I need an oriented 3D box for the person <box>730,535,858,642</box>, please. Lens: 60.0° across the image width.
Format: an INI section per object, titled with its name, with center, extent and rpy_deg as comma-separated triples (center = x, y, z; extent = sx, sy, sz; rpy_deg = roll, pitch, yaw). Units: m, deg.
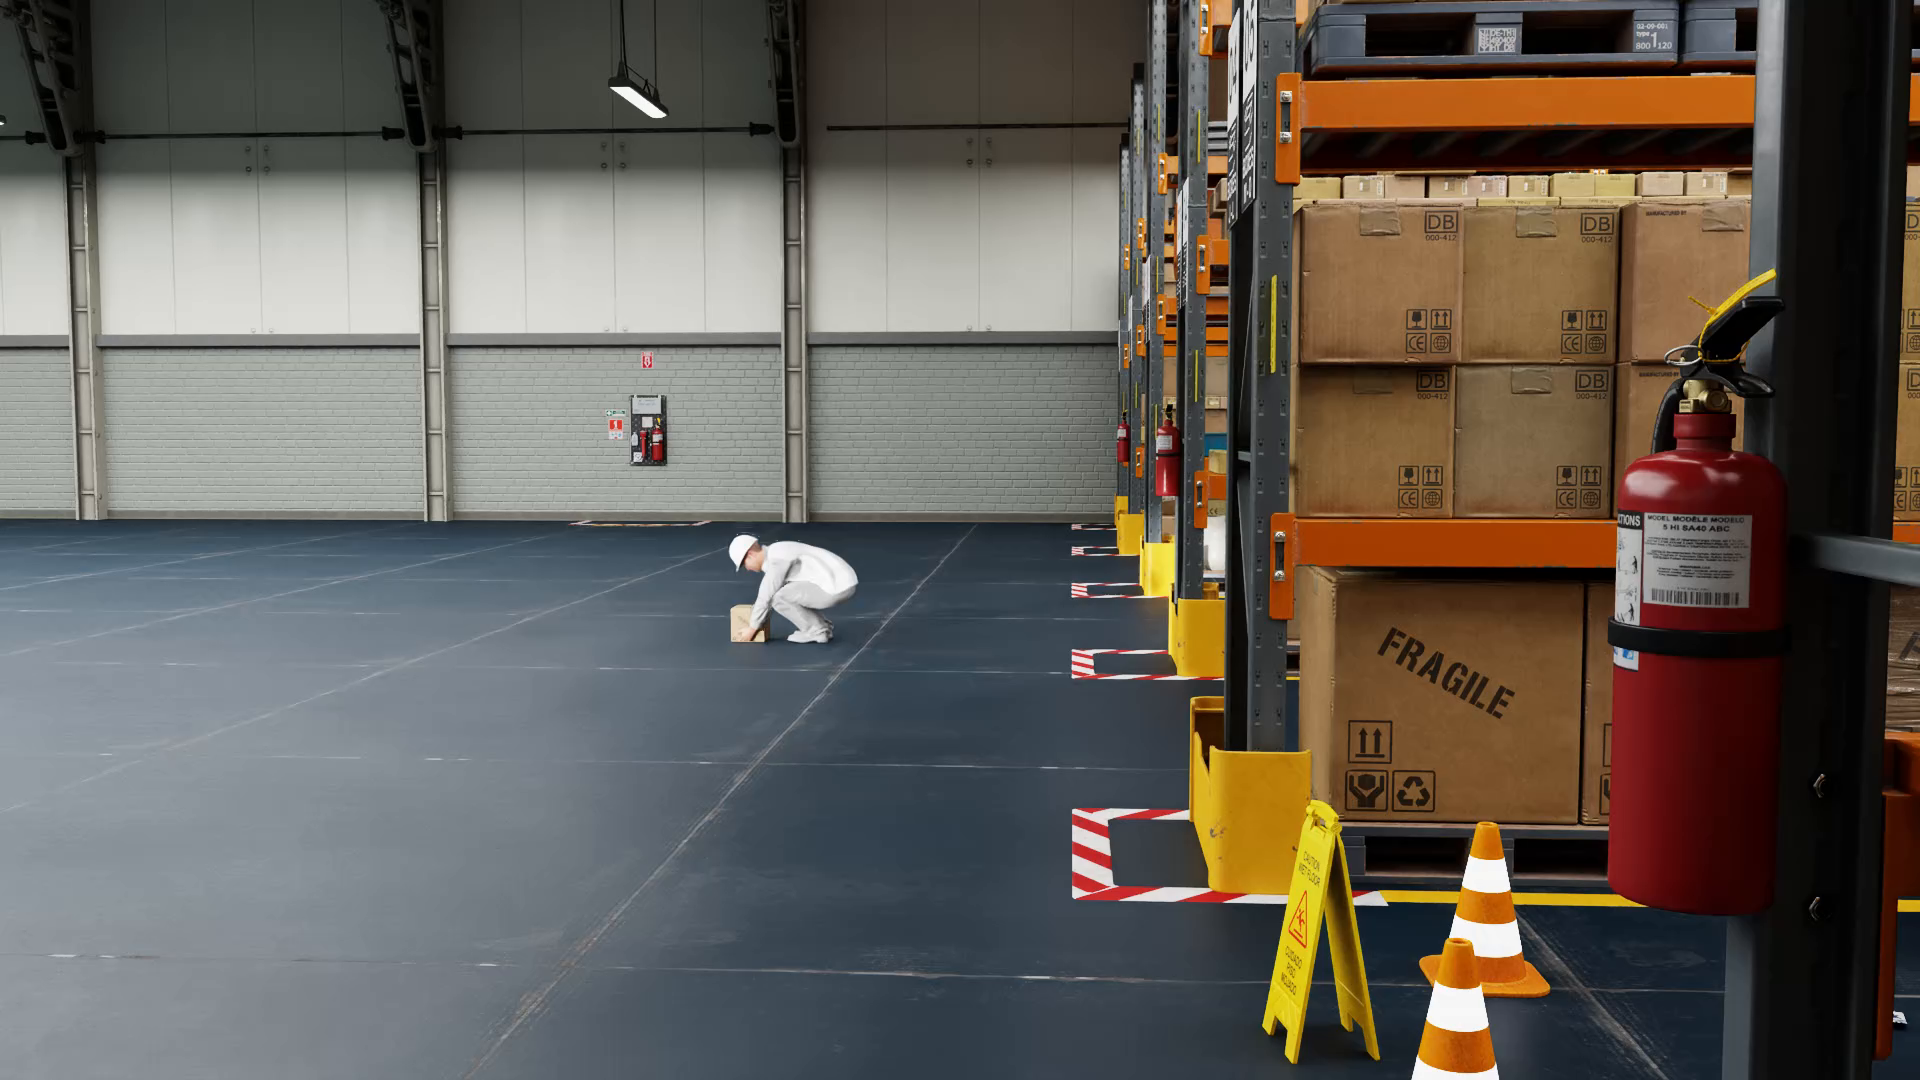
[person]
center = -1.249, 0.387, 12.499
extent = 0.948, 0.852, 0.508
rpy_deg = 0, 4, 3
